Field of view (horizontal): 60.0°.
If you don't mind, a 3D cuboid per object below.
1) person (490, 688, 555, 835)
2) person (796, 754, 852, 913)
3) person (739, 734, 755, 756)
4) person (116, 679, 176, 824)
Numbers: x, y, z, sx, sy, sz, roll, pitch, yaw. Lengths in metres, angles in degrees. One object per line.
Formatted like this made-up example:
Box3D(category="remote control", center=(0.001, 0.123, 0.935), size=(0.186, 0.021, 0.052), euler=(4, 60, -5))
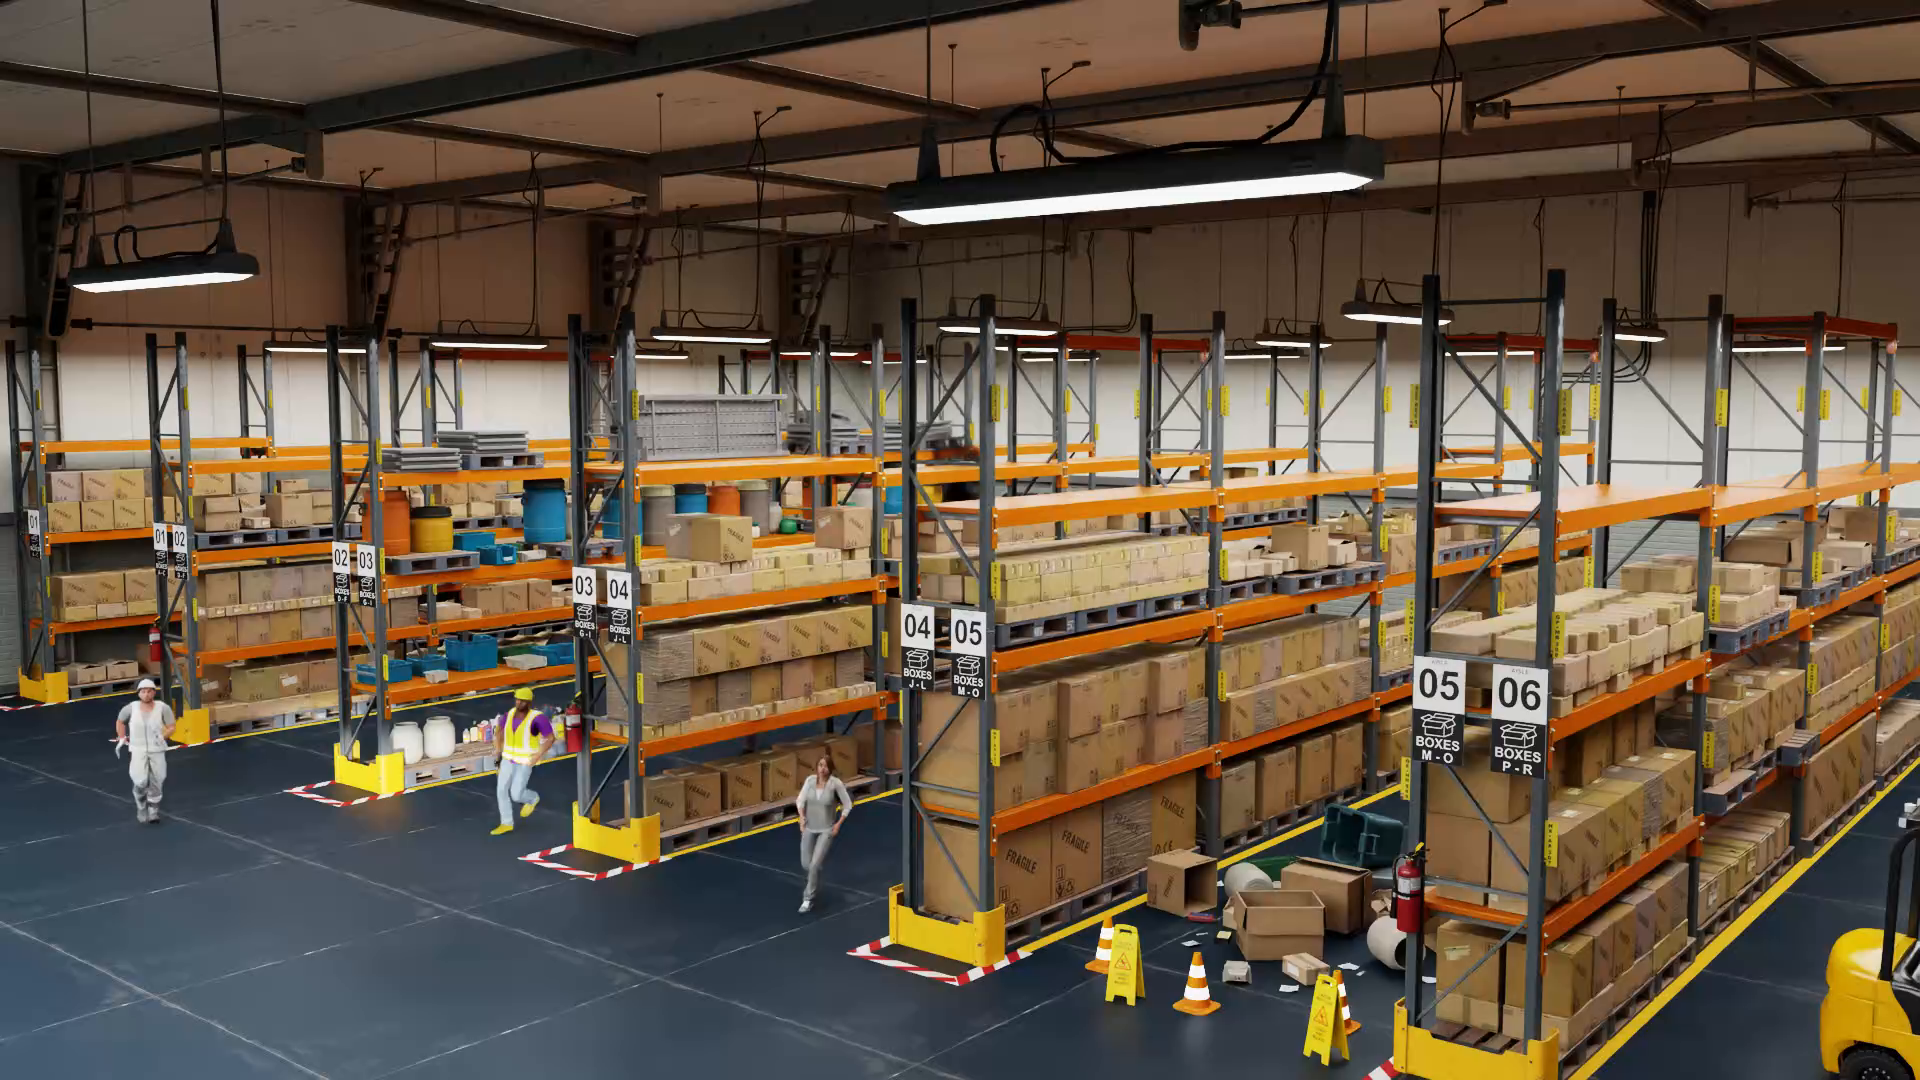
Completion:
Box3D(category="person", center=(-5.114, 2.566, 19.526), size=(0.776, 1.717, 0.711), euler=(2, 5, 19))
Box3D(category="person", center=(-1.362, 2.912, 16.678), size=(0.576, 1.580, 0.599), euler=(1, 5, 9))
Box3D(category="person", center=(-2.987, 2.213, 23.534), size=(0.646, 1.674, 0.580), euler=(2, 5, 17))
Box3D(category="person", center=(-9.612, 2.507, 19.652), size=(0.654, 1.738, 0.739), euler=(-3, 6, -27))
